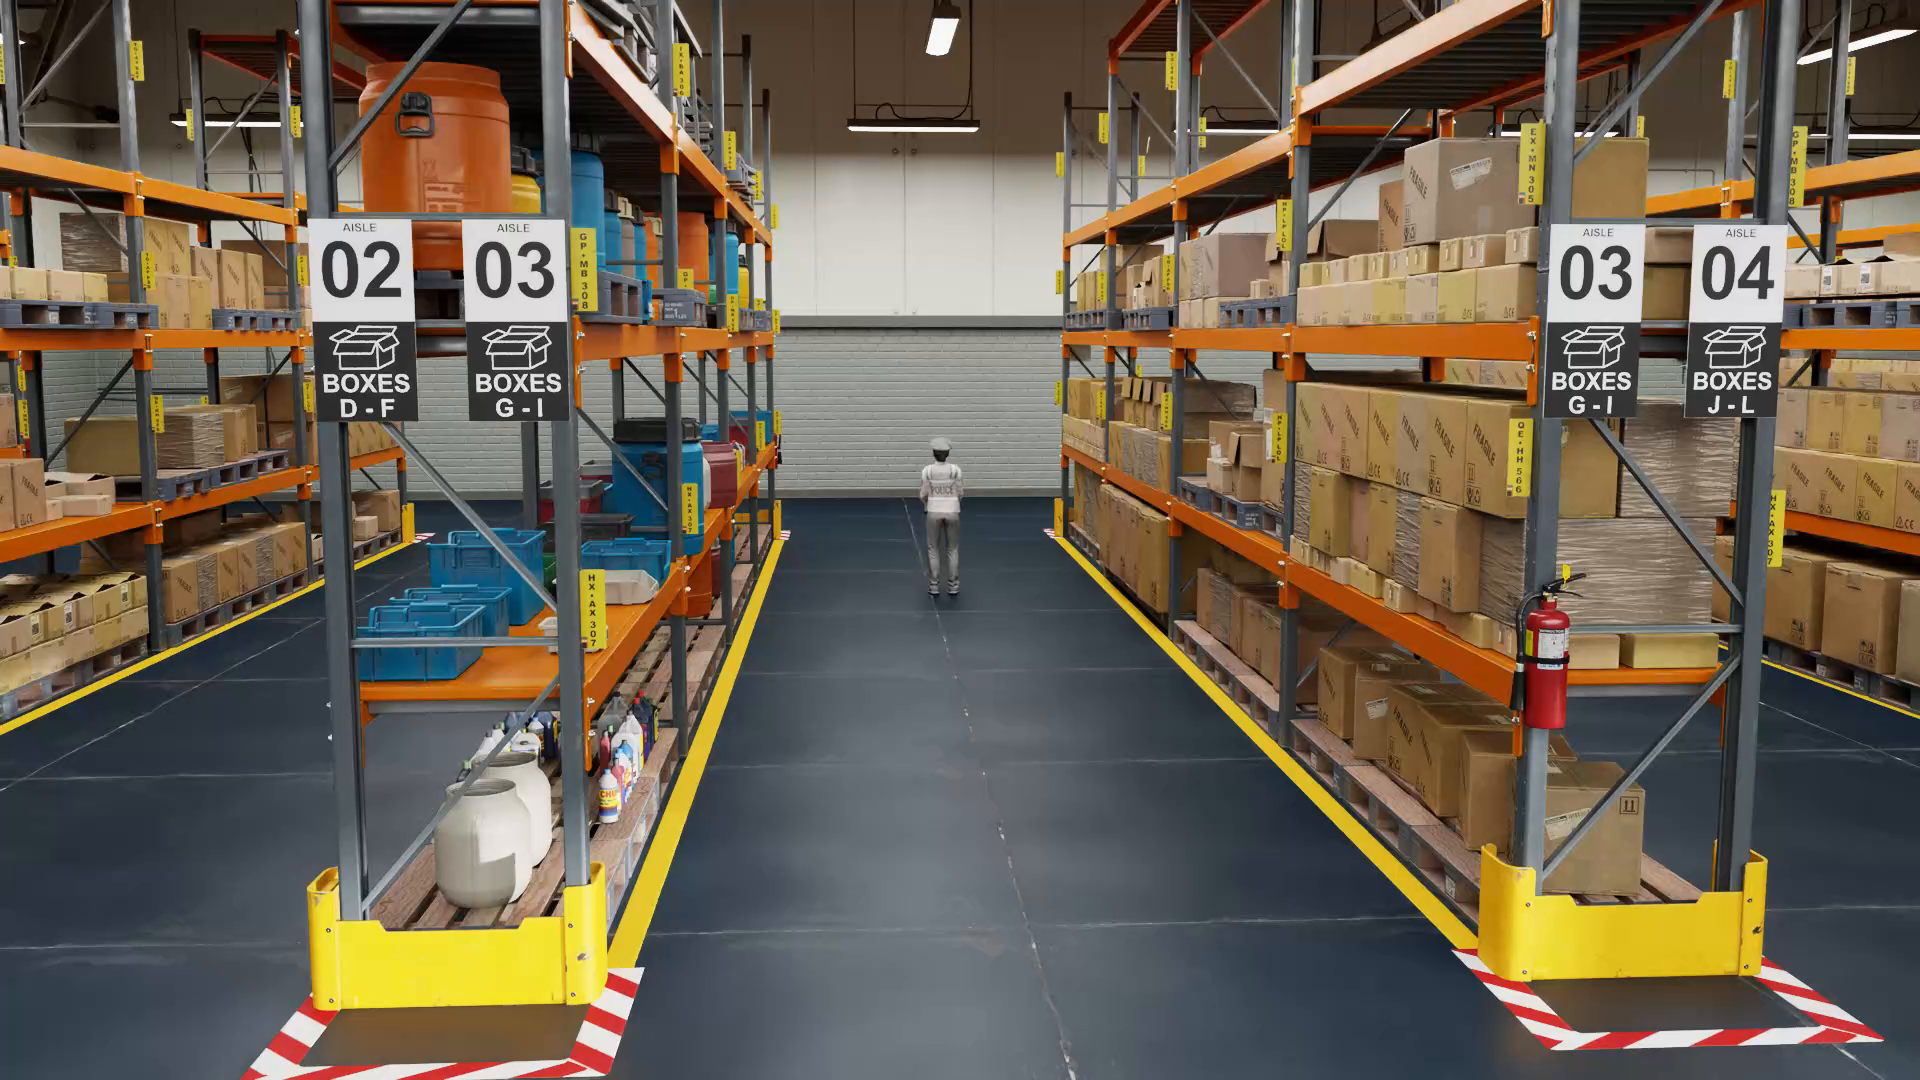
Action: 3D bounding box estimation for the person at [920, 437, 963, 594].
[{"bbox_3d":[-0.197,-0.264,17.778,0.466,1.693,0.554,0,7,-4],"label":"person"}]
